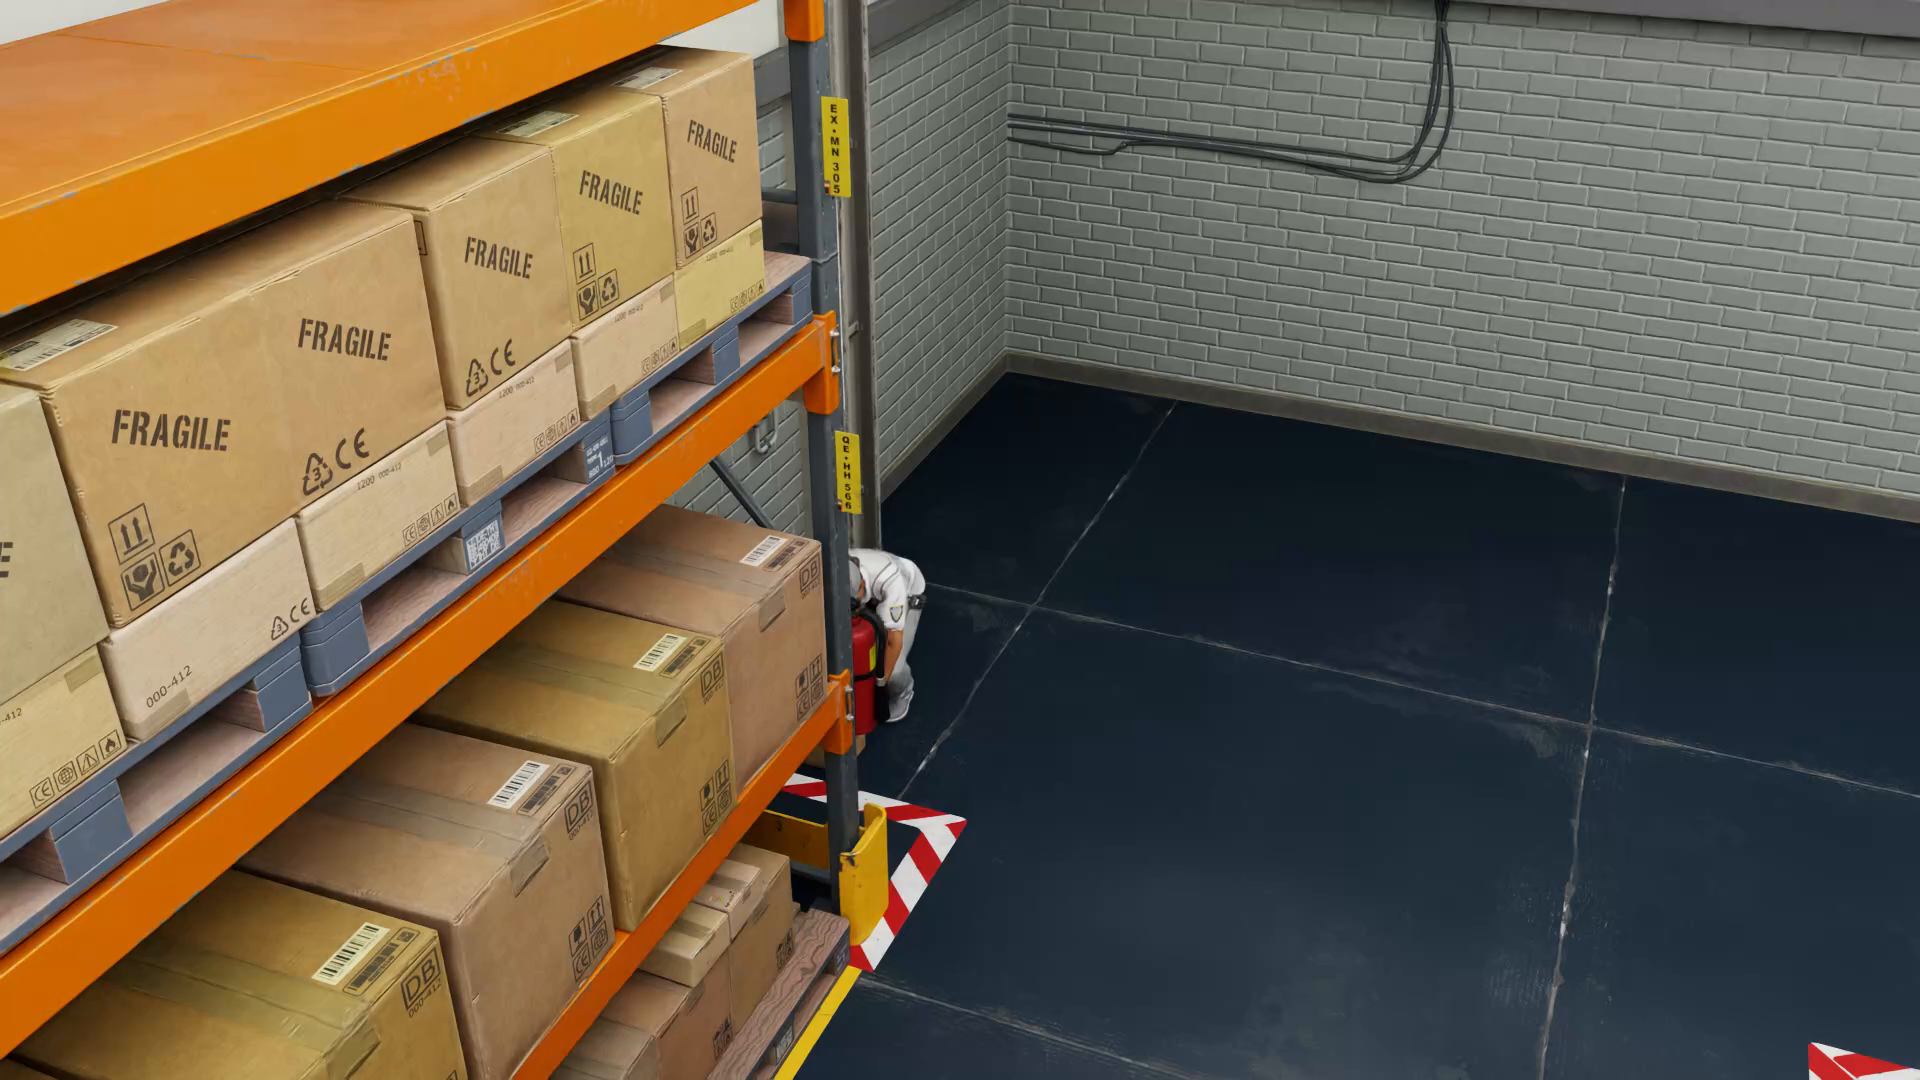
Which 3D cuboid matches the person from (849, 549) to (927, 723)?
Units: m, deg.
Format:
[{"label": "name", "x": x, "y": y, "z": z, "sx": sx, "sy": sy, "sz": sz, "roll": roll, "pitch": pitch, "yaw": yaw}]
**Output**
[{"label": "person", "x": -0.460, "y": 0.425, "z": 8.254, "sx": 0.532, "sy": 1.067, "sz": 0.838, "roll": 11, "pitch": 32, "yaw": 19}]
